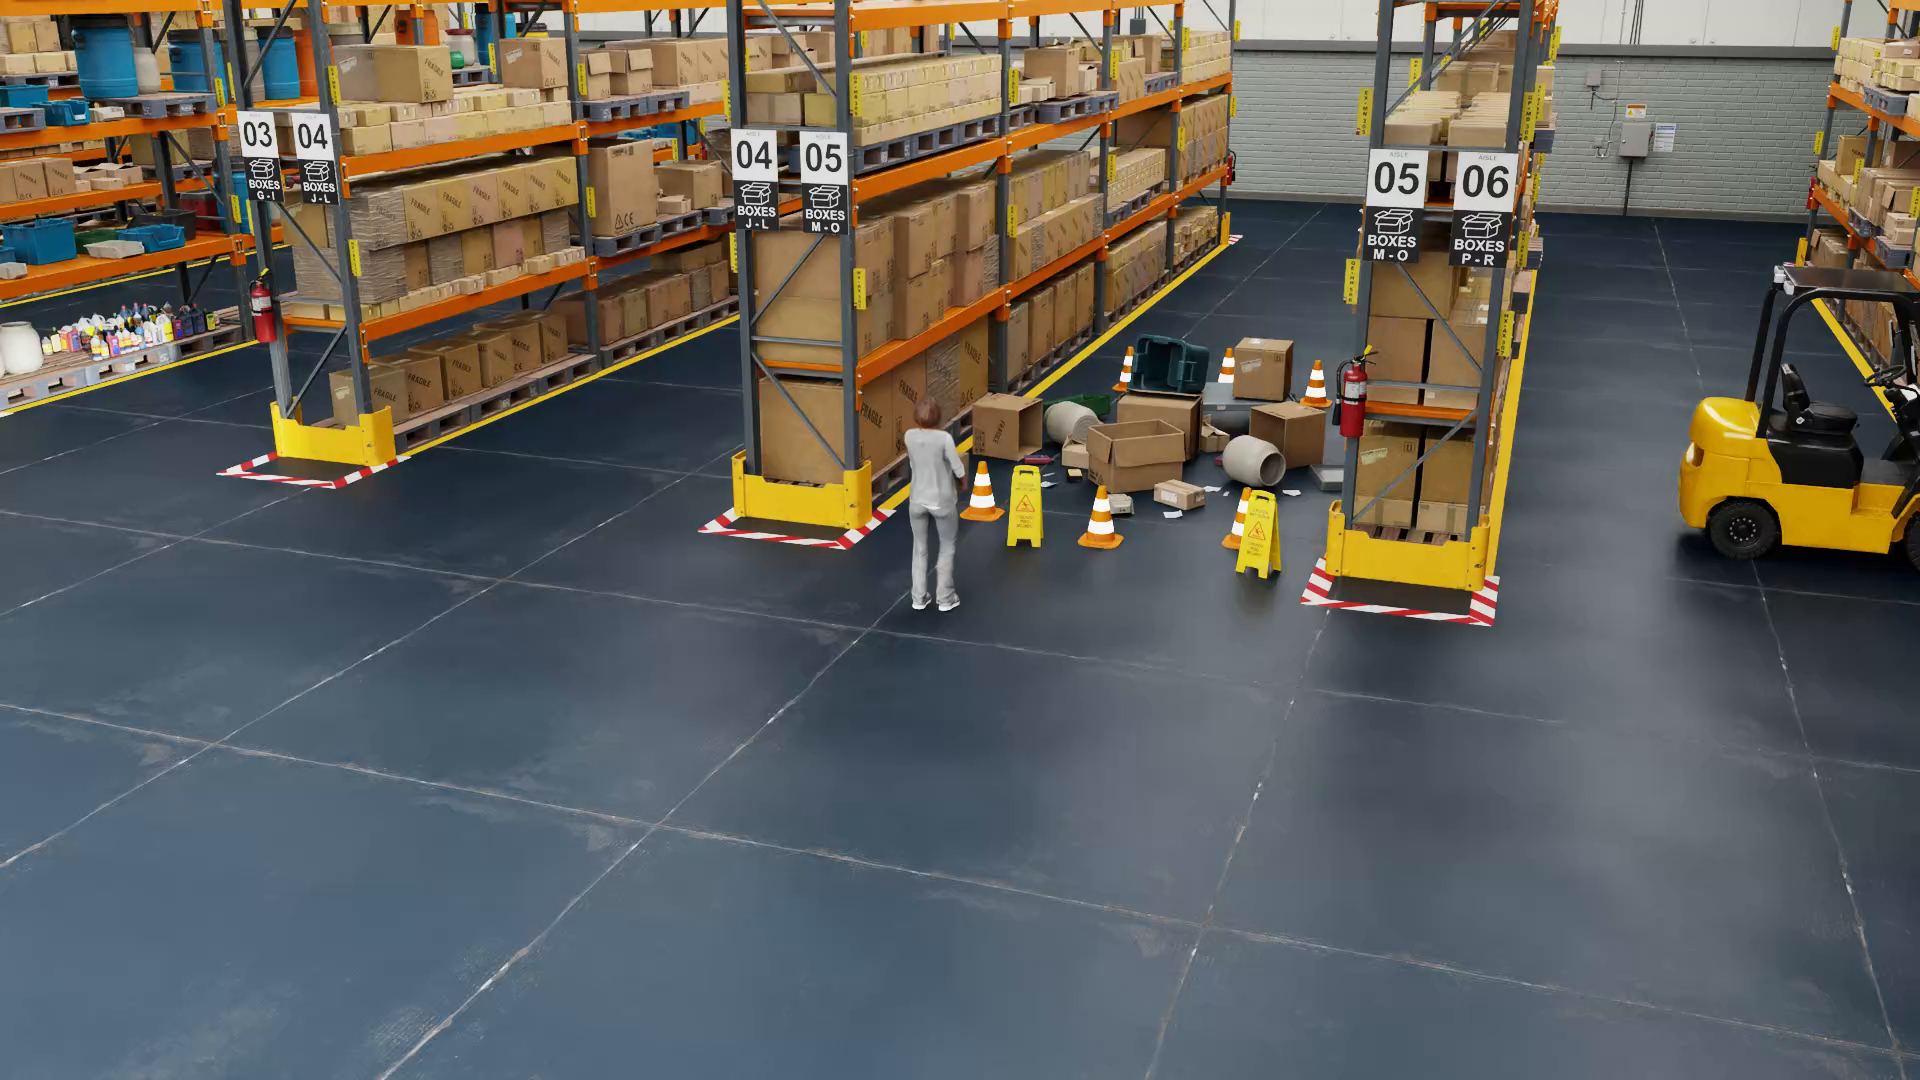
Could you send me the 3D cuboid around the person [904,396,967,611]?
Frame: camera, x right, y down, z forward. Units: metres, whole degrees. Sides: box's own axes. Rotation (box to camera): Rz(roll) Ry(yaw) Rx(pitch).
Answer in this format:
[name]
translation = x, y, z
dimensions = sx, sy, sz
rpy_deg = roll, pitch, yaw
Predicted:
[person]
translation = -0.161, -0.281, 11.908
dimensions = 0.405, 1.593, 0.488
rpy_deg = 7, 20, 19
